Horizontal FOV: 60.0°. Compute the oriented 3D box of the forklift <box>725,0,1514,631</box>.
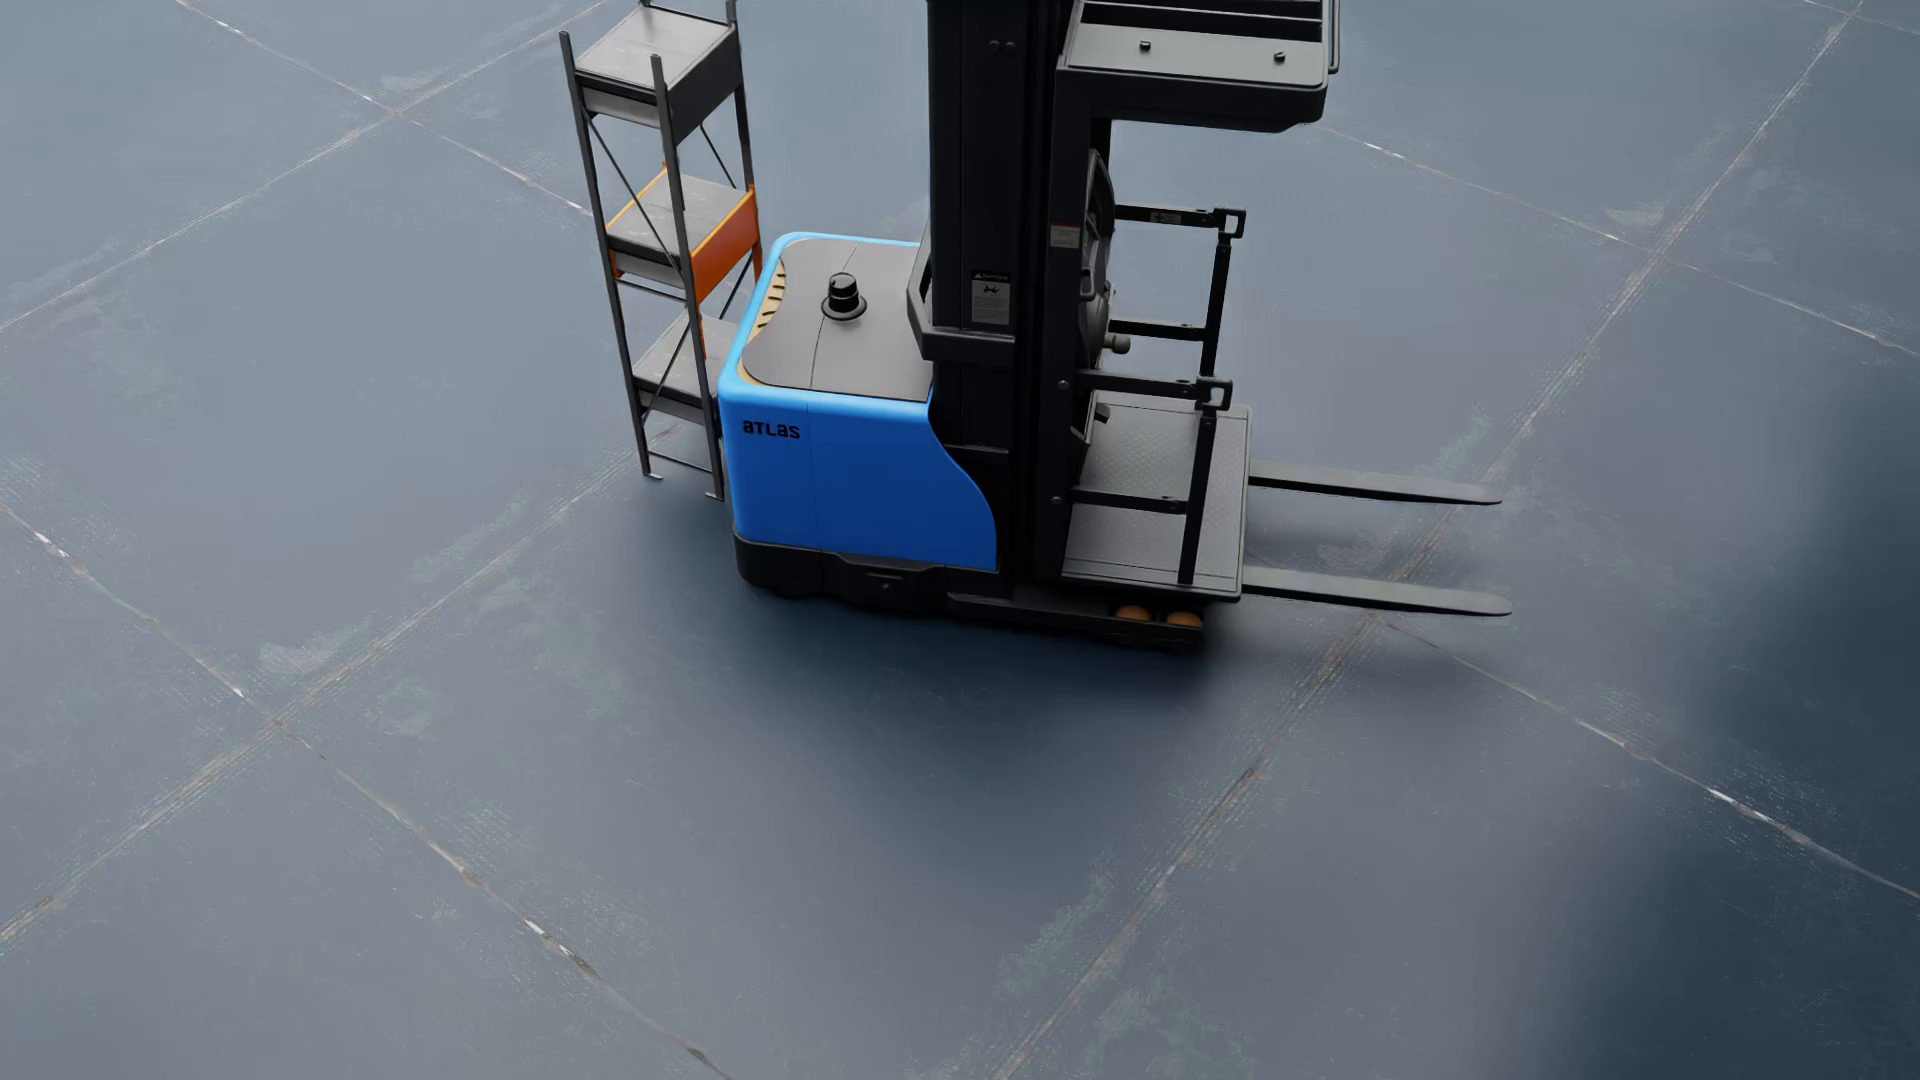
[{"bbox_3d":[0.675,-1.048,5.889,3.031,2.935,1.130,2,46,2],"label":"forklift"}]

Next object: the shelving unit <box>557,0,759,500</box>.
[{"bbox_3d":[-1.094,-1.117,6.530,0.431,2.100,0.503,16,48,15],"label":"shelving unit"}]

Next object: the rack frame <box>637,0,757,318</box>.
[{"bbox_3d":[-1.003,-1.281,6.686,0.400,2.100,0.015,16,48,15],"label":"rack frame"}]

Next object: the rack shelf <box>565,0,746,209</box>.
[{"bbox_3d":[-1.094,-1.591,6.034,0.431,0.518,0.480,16,48,15],"label":"rack shelf"}]

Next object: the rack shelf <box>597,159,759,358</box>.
[{"bbox_3d":[-1.094,-1.108,6.540,0.431,0.518,0.480,16,48,15],"label":"rack shelf"}]

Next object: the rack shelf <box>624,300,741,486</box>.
[{"bbox_3d":[-1.094,-0.624,7.046,0.431,0.518,0.480,16,48,15],"label":"rack shelf"}]

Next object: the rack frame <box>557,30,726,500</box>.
[{"bbox_3d":[-1.186,-0.954,6.374,0.400,2.100,0.015,16,48,15],"label":"rack frame"}]
